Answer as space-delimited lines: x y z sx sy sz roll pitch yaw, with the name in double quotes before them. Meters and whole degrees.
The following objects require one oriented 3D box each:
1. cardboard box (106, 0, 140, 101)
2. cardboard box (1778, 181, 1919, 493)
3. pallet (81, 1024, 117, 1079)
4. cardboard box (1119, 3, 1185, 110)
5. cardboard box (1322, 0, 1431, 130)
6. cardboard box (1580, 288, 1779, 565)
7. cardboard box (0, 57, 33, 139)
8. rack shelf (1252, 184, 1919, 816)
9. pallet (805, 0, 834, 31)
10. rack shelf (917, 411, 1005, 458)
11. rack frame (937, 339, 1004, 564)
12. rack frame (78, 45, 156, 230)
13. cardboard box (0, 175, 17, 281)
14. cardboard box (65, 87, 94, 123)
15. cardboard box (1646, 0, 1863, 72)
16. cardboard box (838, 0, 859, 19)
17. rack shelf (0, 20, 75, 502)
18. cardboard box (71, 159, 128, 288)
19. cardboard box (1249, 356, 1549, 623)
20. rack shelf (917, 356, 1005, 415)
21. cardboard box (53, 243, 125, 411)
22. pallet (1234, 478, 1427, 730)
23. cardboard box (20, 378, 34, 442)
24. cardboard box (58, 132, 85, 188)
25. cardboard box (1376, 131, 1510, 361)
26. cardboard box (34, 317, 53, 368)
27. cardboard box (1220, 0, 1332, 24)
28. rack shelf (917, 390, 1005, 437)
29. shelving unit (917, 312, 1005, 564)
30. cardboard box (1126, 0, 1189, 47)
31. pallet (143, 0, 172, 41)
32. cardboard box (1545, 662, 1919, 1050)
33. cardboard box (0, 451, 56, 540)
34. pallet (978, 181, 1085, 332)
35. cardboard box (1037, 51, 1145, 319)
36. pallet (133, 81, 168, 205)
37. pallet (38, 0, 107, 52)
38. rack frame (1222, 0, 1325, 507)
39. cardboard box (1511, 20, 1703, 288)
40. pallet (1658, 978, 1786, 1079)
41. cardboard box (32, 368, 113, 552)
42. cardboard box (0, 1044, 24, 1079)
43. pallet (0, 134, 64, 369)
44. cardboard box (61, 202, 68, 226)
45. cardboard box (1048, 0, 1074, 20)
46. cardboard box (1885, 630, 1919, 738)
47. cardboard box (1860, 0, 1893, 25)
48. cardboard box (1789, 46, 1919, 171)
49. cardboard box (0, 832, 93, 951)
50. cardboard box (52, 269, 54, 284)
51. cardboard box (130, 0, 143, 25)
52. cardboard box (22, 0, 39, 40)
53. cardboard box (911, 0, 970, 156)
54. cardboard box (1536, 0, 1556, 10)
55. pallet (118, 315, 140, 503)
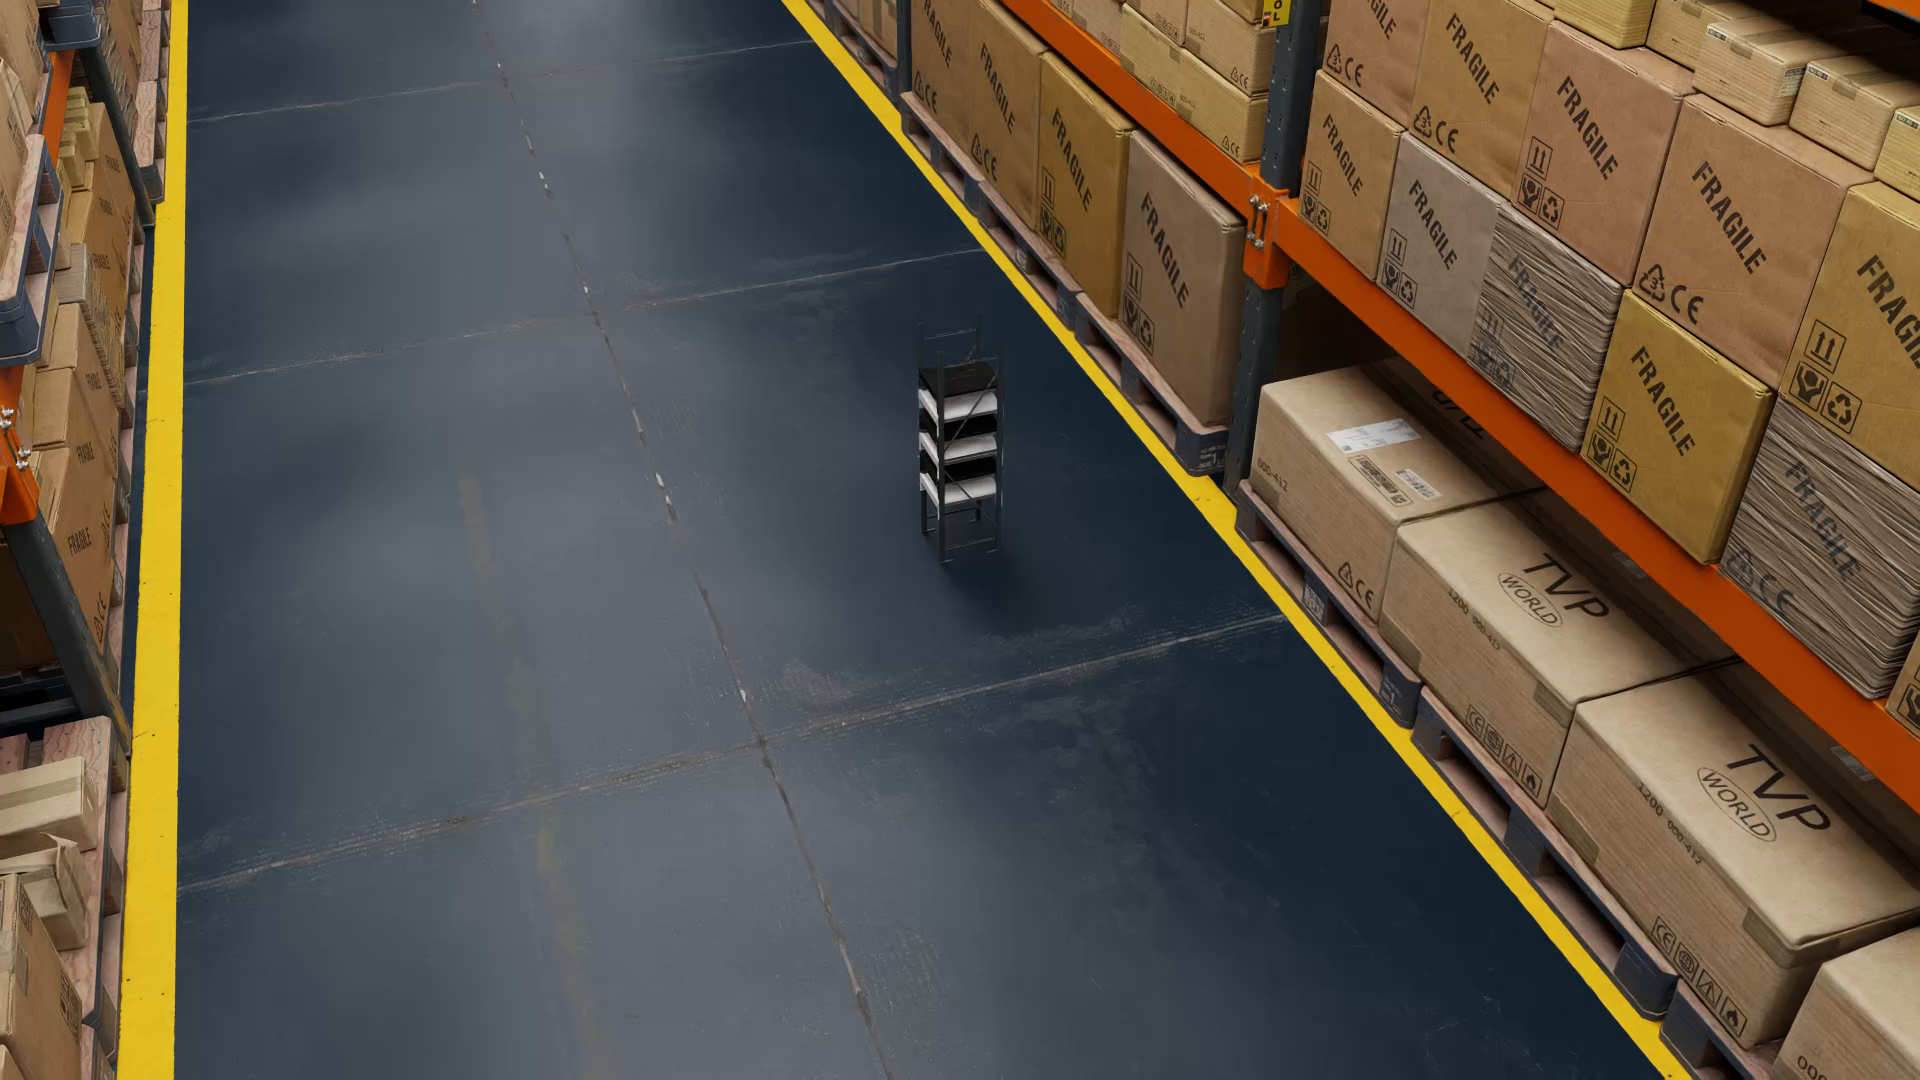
"cardboard box" -4.954 -2.634 8.878 0.875 0.625 0.625 -11 38 -14
"cardboard box" 2.128 -0.434 3.419 0.500 0.500 0.500 -13 39 -16
"pallet" -2.485 1.760 3.738 1.003 0.211 1.213 -12 39 -16
"cardboard box" 0.950 -1.891 6.392 0.500 0.250 0.500 -13 39 -17
"cardboard box" 1.452 -1.582 4.943 0.500 0.500 0.500 -12 39 -16
"cardboard box" 1.943 -0.324 4.104 0.500 0.500 0.500 -11 38 -15
"cardboard box" -3.262 -1.410 5.392 0.396 0.266 0.258 -11 38 -14
"rack shelf" 2.204 -0.045 4.414 1.077 0.370 4.000 -12 39 -16
"pallet" -0.545 -3.738 11.036 1.003 0.211 1.213 -12 39 -16
"rack shelf" 0.003 -0.400 5.939 0.258 0.077 0.200 -12 39 -16
"rack frame" 0.038 -0.297 5.897 0.240 0.900 0.006 -12 39 -16
"rack frame" -4.520 -2.692 7.330 1.000 3.000 0.127 -12 39 -16
"cardboard box" -3.100 -0.959 4.598 0.700 0.500 0.500 -11 38 -15
"cardboard box" -4.113 -1.894 7.460 0.380 0.149 0.250 -14 39 -18
"cardboard box" 1.867 -1.217 3.919 0.380 0.149 0.250 -13 39 -16
"cardboard box" -0.308 -3.576 10.340 0.950 0.372 0.625 -13 39 -17
"rack shelf" -3.832 -1.275 6.047 1.077 0.370 4.000 -12 39 -16
"cardboard box" -4.011 -1.382 7.320 0.500 0.500 0.500 -13 39 -17
"cardboard box" 1.631 -0.229 5.842 0.875 0.438 0.875 -13 39 -17
"rack shelf" 0.003 -0.544 5.831 0.258 0.077 0.200 -12 39 -16
"cardboard box" -3.632 -0.797 6.544 0.500 0.500 0.500 -14 39 -18
"pallet" 1.704 0.098 5.945 1.003 0.211 1.213 -12 39 -16
"cardboard box" -3.284 -0.401 5.479 0.380 0.149 0.250 -14 39 -18
"cardboard box" -3.940 -1.588 7.054 0.380 0.149 0.250 -14 39 -17
"cardboard box" 1.600 -0.897 4.865 0.500 0.500 0.500 -12 39 -16
"cardboard box" -3.442 -0.702 5.879 0.380 0.149 0.250 -13 39 -16
"cardboard box" 1.126 -2.102 5.633 0.500 0.500 0.500 -11 38 -14
"rack shelf" 0.003 -0.472 5.885 0.258 0.077 0.200 -12 39 -16
"shelving unit" 0.003 -0.355 5.973 0.258 0.900 0.210 -12 39 -16
"cardboard box" 0.956 -2.081 6.229 0.500 0.250 0.500 -12 38 -15
"pallet" -5.607 -3.429 10.627 1.003 0.211 1.213 -12 39 -16
"cardboard box" 2.248 0.786 4.494 0.875 0.438 0.875 -11 38 -15
"cardboard box" -3.017 -0.118 5.103 0.380 0.149 0.250 -11 38 -14
"pallet" 0.756 -1.459 8.011 1.003 0.211 1.213 -12 39 -16
"cardboard box" 0.909 -1.623 7.329 0.875 0.875 0.875 -11 38 -15
"pallet" -4.767 -2.051 8.798 1.003 0.211 1.213 -12 39 -16
"pallet" -4.221 -2.247 6.899 1.213 0.211 1.003 -12 39 -16
"rack frame" 1.515 -1.462 5.698 1.000 3.000 0.127 -12 39 -16
"cardboard box" 1.786 -1.004 4.175 0.500 0.500 0.500 -12 39 -15
"pallet" 2.543 1.476 4.115 1.003 0.211 1.213 -12 39 -16
"cardboard box" -3.292 -0.220 5.778 0.500 0.500 0.500 -13 39 -17
"cardboard box" -2.235 1.483 3.517 0.500 0.500 0.500 -12 39 -15
"pallet" -3.316 -0.829 5.018 1.003 0.211 1.213 -12 39 -16
"cardboard box" -3.806 -1.289 6.657 0.380 0.149 0.250 -13 39 -17
"cardboard box" 0.613 -2.471 7.162 0.500 0.250 0.500 -12 39 -16
"cardboard box" 2.319 0.253 3.337 0.500 0.500 0.500 -13 39 -17
"cardboard box" 2.301 -1.317 4.052 0.380 0.149 0.250 -13 39 -17
"cardboard box" 2.017 -0.924 3.530 0.380 0.149 0.250 -11 38 -14
"cardboard box" -2.553 0.948 4.422 0.396 0.266 0.258 -11 38 -14
"cardboard box" -3.646 -0.989 6.260 0.380 0.149 0.250 -12 39 -16
"cardboard box" -5.447 -3.438 9.946 0.875 0.625 0.625 -13 39 -16
"cardboard box" -3.785 -2.017 6.000 0.797 0.503 0.637 -13 39 -17
"cardboard box" 0.299 -2.633 8.670 0.875 0.875 0.875 -13 39 -16
"cardboard box" 1.639 -1.498 4.292 0.380 0.149 0.250 -13 39 -16
"pallet" -3.883 -0.460 6.686 1.003 0.211 1.213 -12 39 -16
